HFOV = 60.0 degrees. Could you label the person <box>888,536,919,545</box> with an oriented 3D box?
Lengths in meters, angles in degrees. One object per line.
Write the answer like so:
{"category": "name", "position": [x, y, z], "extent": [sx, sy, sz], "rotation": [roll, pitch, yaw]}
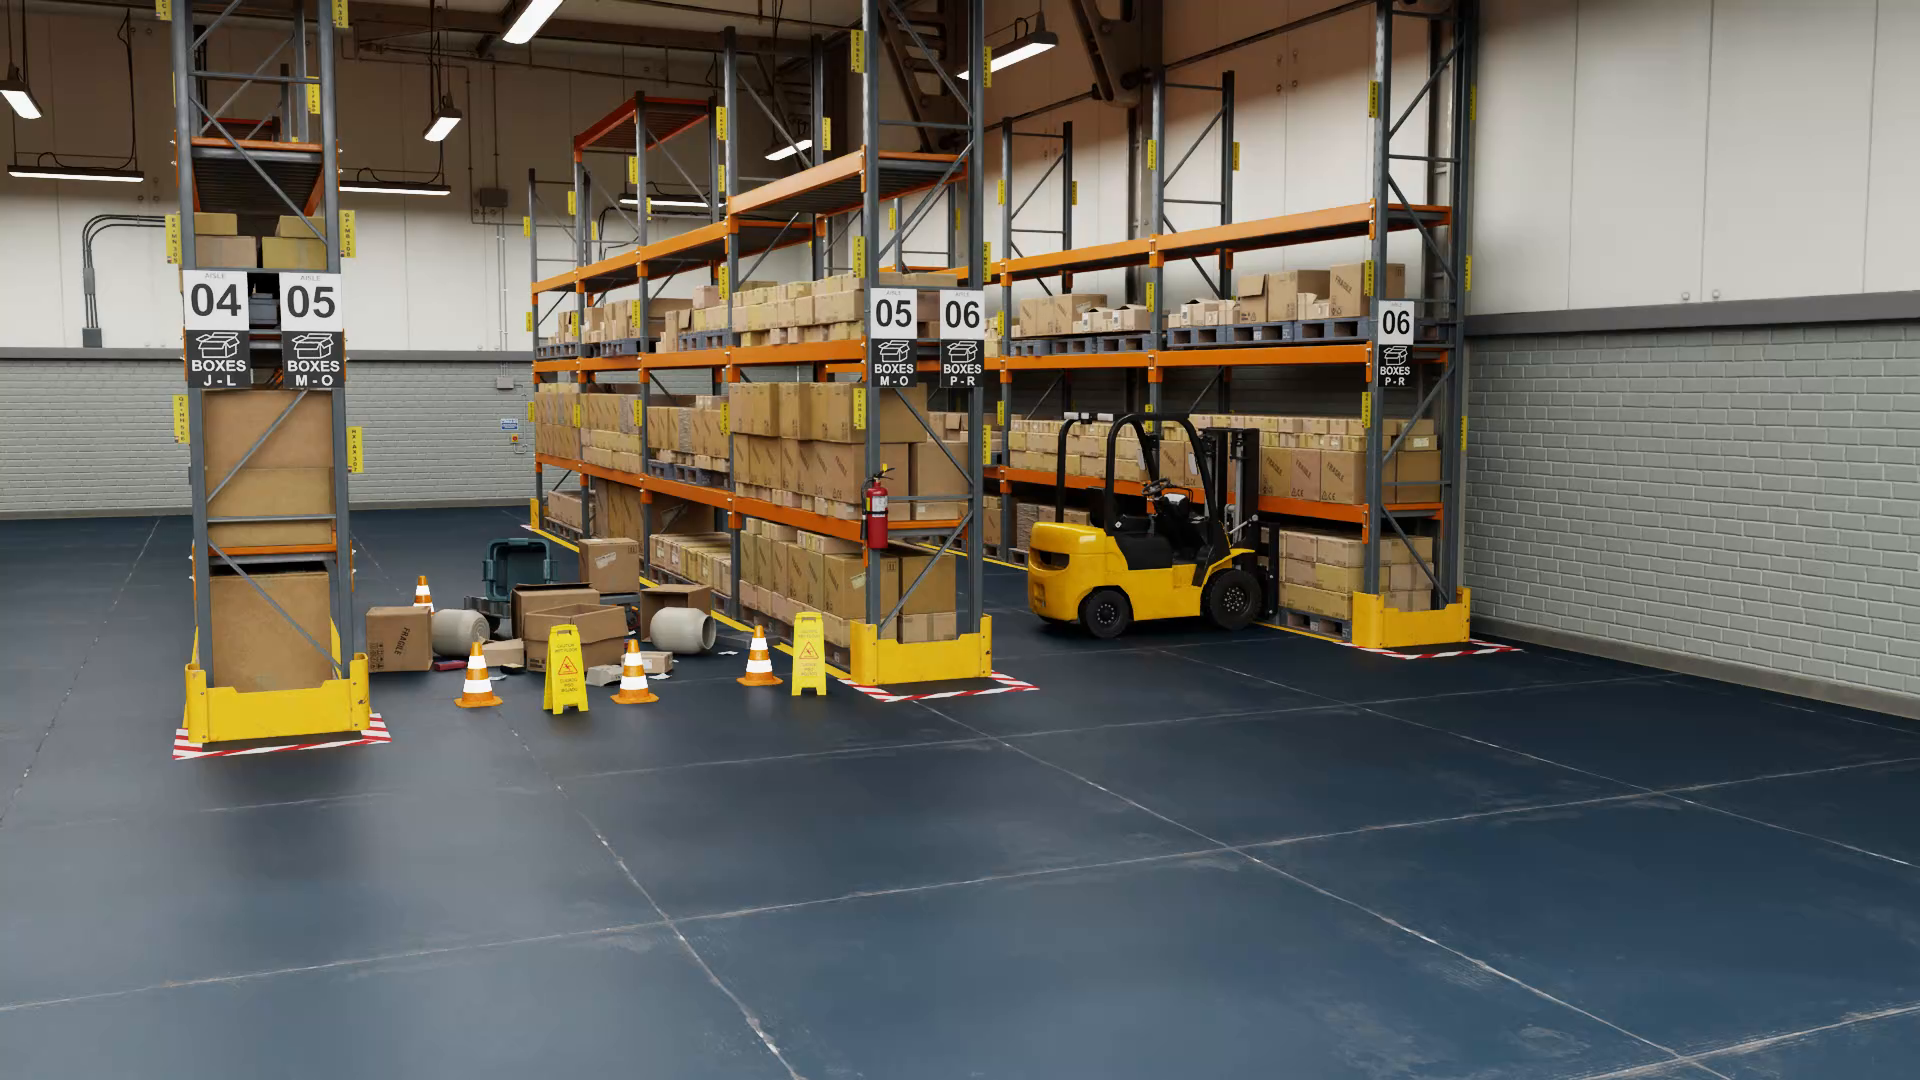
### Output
{"category": "person", "position": [-0.752, -0.142, 18.353], "extent": [0.542, 1.688, 0.950], "rotation": [-3, 6, -27]}
